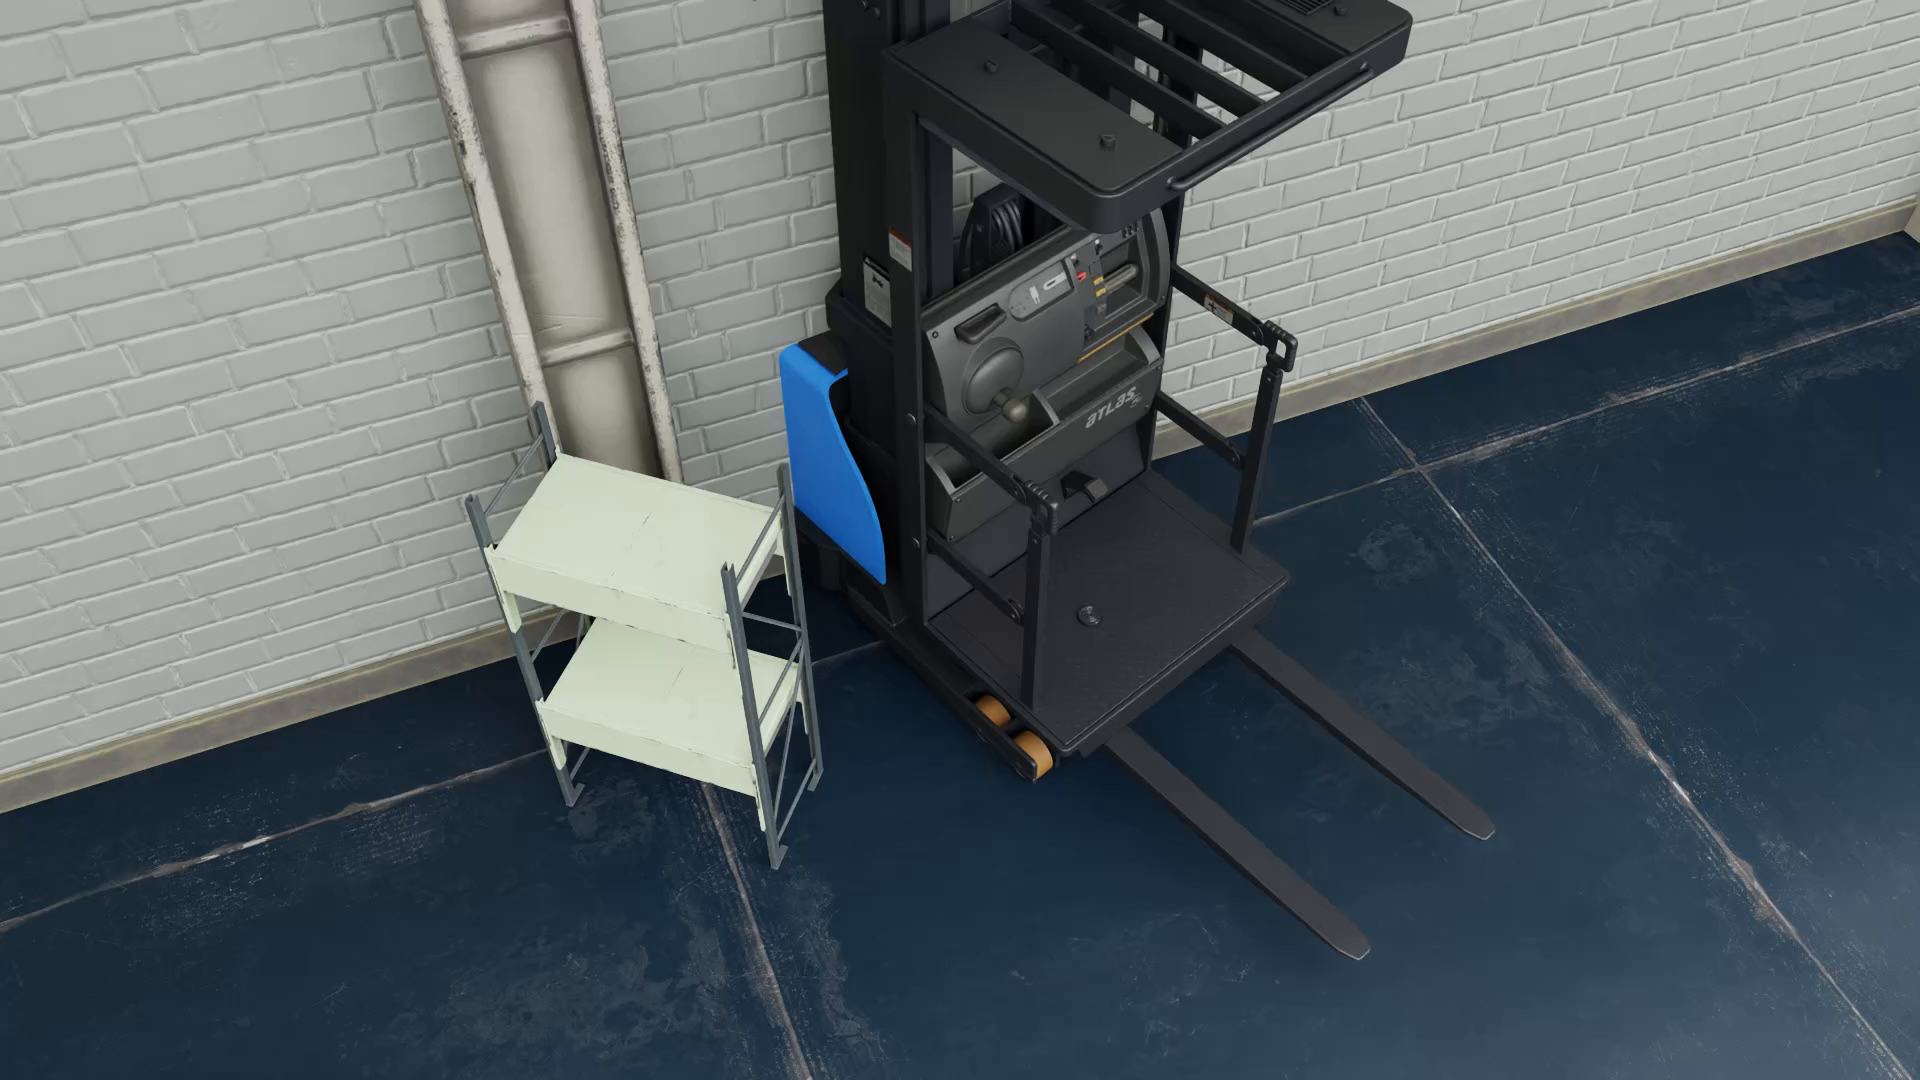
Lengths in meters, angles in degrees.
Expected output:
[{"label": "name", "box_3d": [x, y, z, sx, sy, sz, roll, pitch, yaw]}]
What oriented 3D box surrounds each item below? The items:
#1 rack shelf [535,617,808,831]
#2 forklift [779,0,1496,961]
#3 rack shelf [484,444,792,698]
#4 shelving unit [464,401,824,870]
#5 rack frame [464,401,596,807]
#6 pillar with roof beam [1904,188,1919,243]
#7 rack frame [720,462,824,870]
[{"label": "rack shelf", "box_3d": [-0.879, 0.549, 5.219, 0.720, 0.370, 0.431, 14, 51, 12]}, {"label": "forklift", "box_3d": [0.418, -0.597, 4.831, 1.130, 2.935, 3.031, -34, 57, -26]}, {"label": "rack shelf", "box_3d": [-0.879, 0.083, 4.676, 0.720, 0.370, 0.431, 14, 51, 12]}, {"label": "shelving unit", "box_3d": [-0.879, 0.337, 4.972, 0.755, 1.500, 0.431, 14, 51, 12]}, {"label": "rack frame", "box_3d": [-1.226, 0.248, 5.048, 0.023, 1.500, 0.400, 14, 51, 12]}, {"label": "pillar with roof beam", "box_3d": [6.079, -1.270, 1.409, 0.400, 9.000, 9.100, -17, 52, -14]}, {"label": "rack frame", "box_3d": [-0.533, 0.426, 4.896, 0.023, 1.500, 0.400, 14, 51, 12]}]
